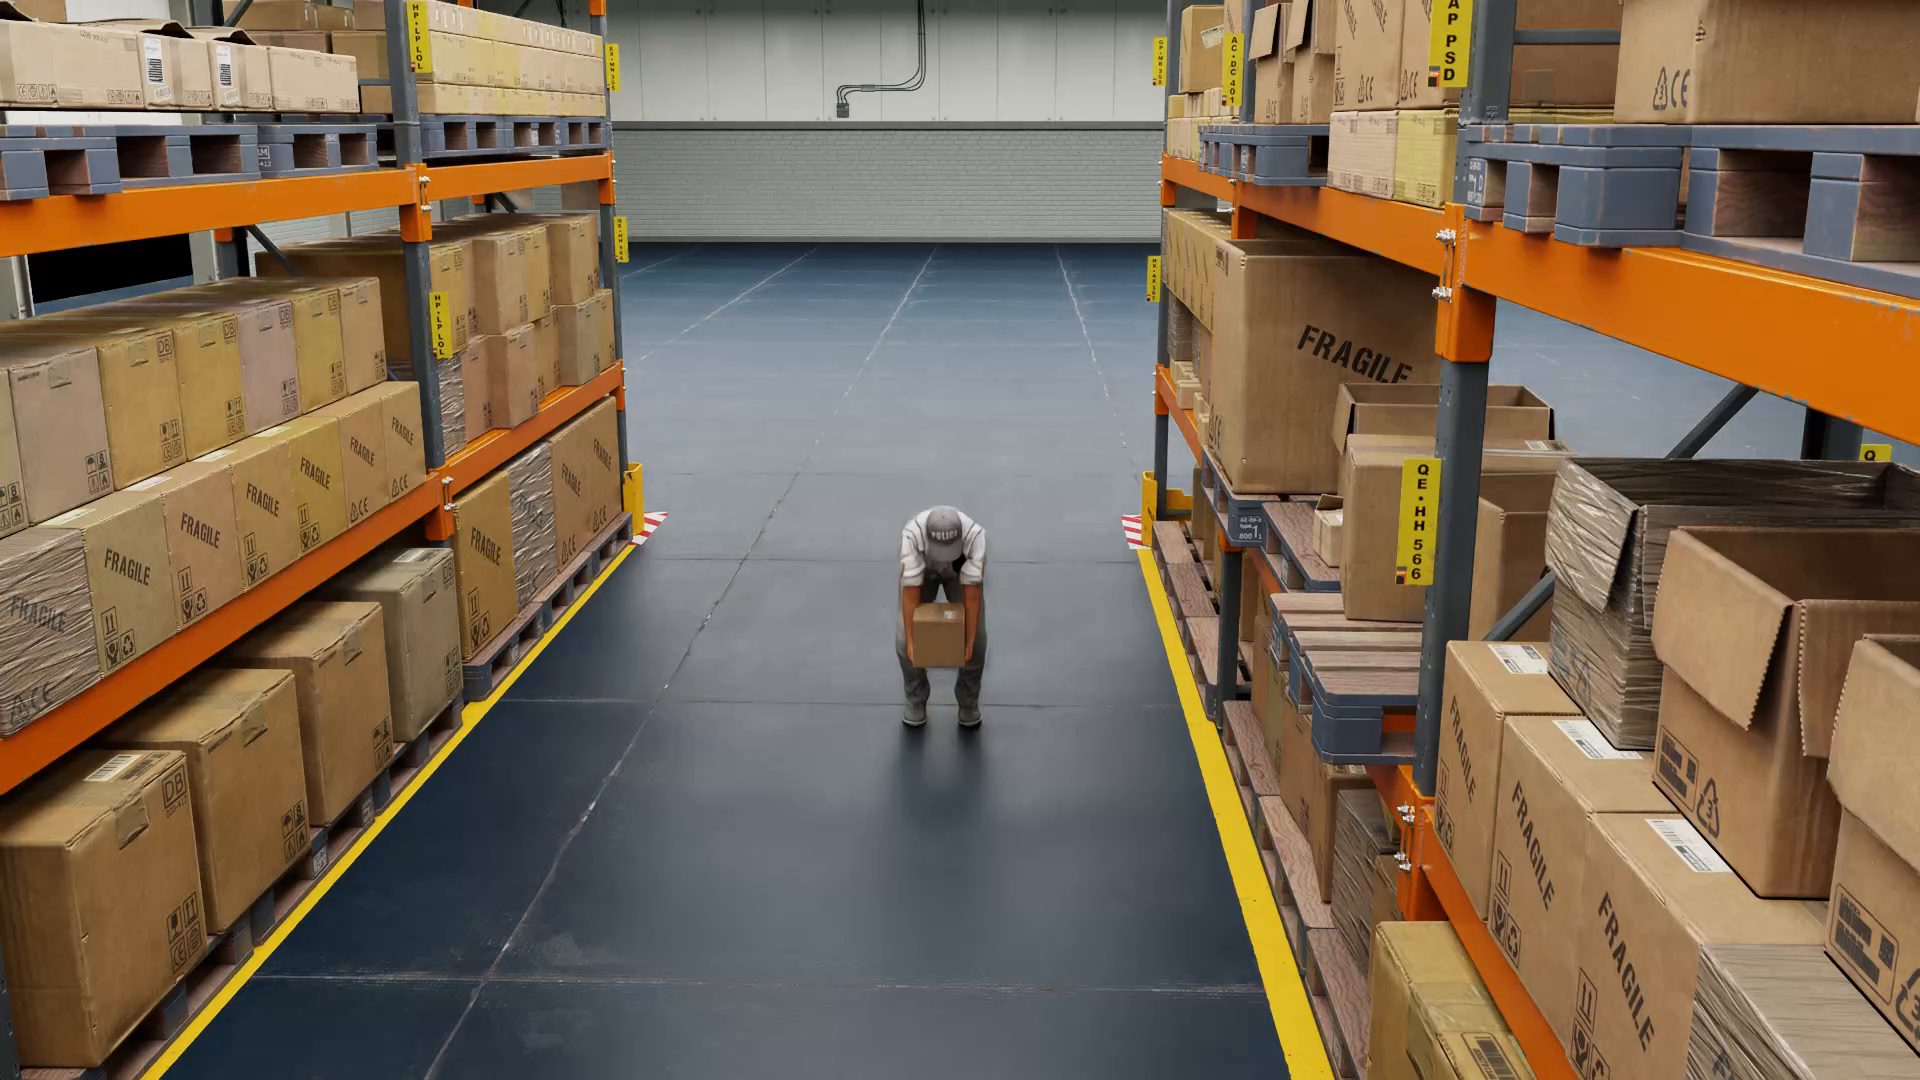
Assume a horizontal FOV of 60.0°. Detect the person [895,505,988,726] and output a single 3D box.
[{"bbox_3d":[-0.094,0.366,8.386,0.473,1.257,0.892,0,14,0],"label":"person"}]
